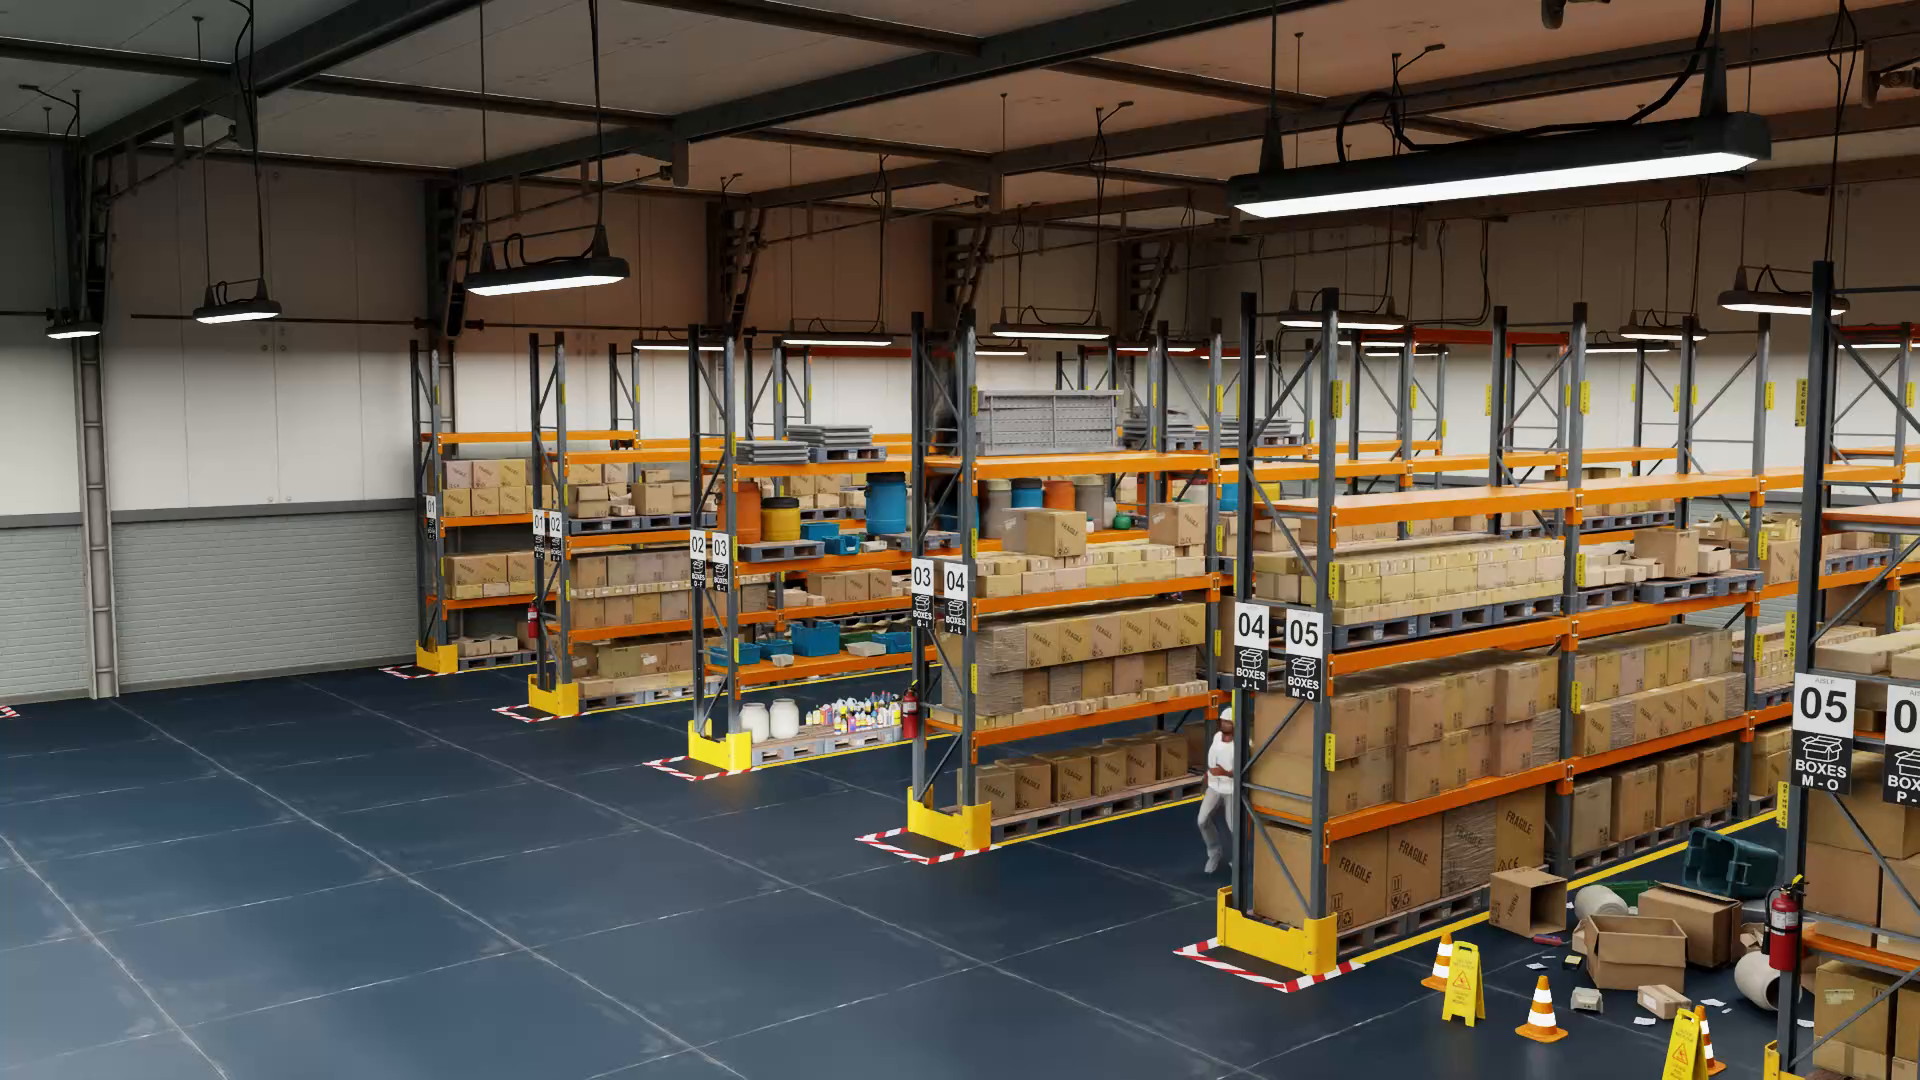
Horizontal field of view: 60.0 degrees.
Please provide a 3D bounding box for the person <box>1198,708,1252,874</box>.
[{"bbox_3d":[2.804,2.666,17.593,0.726,1.791,0.673,-5,7,-45],"label":"person"}]
